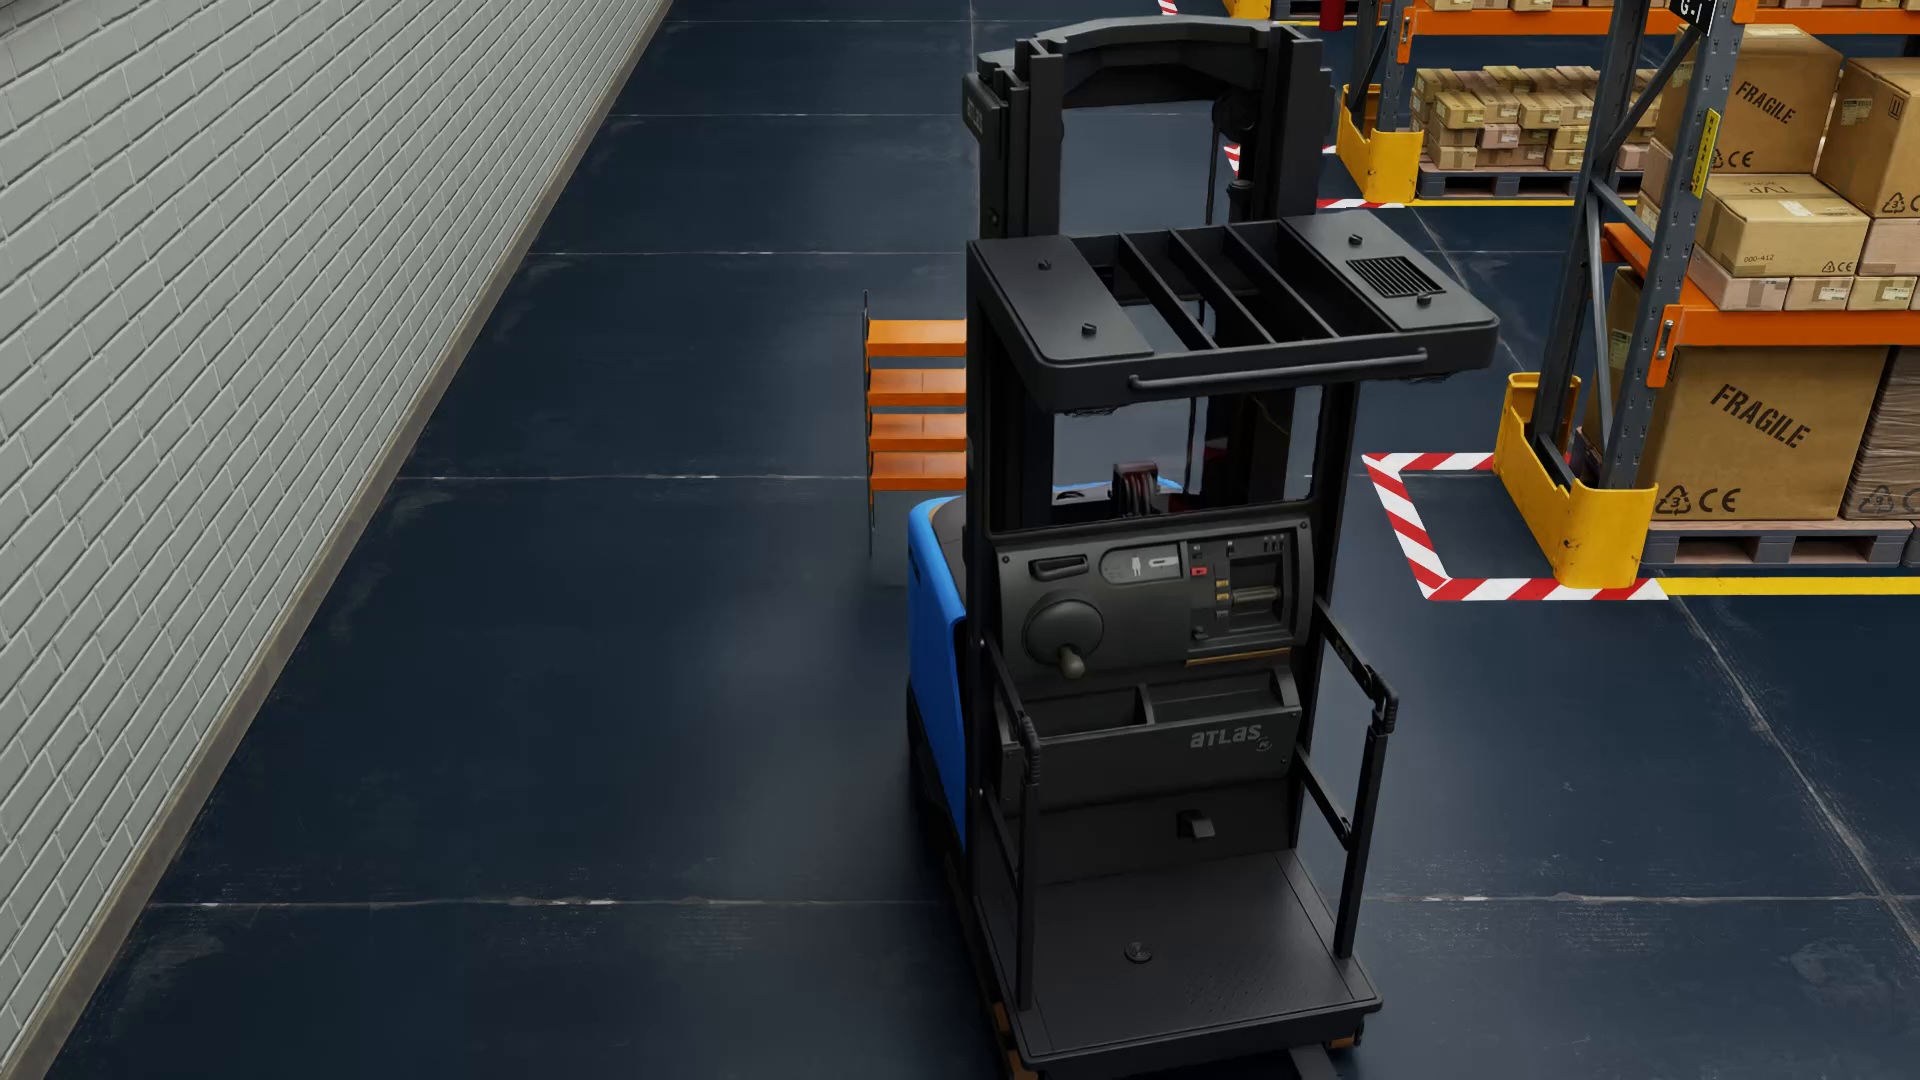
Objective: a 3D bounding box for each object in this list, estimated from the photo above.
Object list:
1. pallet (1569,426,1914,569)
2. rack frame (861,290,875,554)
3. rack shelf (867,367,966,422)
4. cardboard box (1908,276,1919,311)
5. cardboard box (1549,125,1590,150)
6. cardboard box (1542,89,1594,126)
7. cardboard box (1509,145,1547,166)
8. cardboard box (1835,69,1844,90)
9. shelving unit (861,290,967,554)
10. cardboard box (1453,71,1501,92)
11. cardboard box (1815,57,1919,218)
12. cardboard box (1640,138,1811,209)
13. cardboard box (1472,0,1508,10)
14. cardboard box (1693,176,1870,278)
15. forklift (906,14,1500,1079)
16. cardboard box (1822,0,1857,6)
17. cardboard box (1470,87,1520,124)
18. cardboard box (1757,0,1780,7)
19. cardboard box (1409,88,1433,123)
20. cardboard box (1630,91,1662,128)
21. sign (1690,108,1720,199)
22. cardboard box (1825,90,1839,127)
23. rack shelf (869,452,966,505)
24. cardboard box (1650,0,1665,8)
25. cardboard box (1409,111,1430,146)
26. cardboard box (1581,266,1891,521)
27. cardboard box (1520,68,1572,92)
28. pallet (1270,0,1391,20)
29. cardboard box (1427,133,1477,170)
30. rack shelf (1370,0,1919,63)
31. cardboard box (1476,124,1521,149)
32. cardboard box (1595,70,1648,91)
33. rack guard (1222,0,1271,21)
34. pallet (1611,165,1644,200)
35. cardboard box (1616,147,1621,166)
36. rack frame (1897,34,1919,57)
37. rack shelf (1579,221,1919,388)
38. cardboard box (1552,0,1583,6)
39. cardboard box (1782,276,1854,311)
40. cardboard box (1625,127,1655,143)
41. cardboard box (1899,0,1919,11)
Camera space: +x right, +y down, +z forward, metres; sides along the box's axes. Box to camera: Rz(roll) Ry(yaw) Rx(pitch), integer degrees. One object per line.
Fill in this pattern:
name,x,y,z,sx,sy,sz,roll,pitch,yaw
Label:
pallet,3.666,-0.220,7.909,1.213,0.211,1.003,0,31,0
rack frame,-0.410,-0.512,7.437,0.015,1.200,0.240,0,31,0
rack shelf,-0.166,-0.646,7.357,0.480,0.148,0.258,0,31,0
cardboard box,3.997,-1.095,6.906,0.250,0.149,0.380,-1,31,-1
cardboard box,4.239,-2.861,11.631,0.250,0.149,0.380,1,31,1
cardboard box,4.239,-3.024,11.612,0.250,0.149,0.380,-2,31,-3
cardboard box,3.973,-2.786,11.794,0.250,0.149,0.380,0,31,0
cardboard box,6.316,-3.306,12.077,0.250,0.149,0.380,1,31,2
shelving unit,-0.166,-0.512,7.438,0.503,1.200,0.258,0,31,0
cardboard box,3.717,-3.261,12.003,0.250,0.149,0.380,0,31,1
cardboard box,3.848,-1.616,6.656,0.500,0.500,0.500,-1,31,-1
cardboard box,3.350,-1.571,7.306,0.500,0.250,0.500,-1,31,-1
cardboard box,3.518,-3.688,11.179,0.250,0.149,0.380,1,31,1
cardboard box,3.348,-1.293,6.848,0.500,0.250,0.500,-1,31,-2
forklift,0.610,0.216,4.568,1.130,2.935,3.031,-6,32,-10
cardboard box,5.871,-3.732,11.252,0.250,0.149,0.380,-1,31,-2
cardboard box,3.739,-3.046,11.648,0.250,0.149,0.380,0,31,1
cardboard box,5.345,-3.720,11.232,0.250,0.149,0.380,-1,31,-1
cardboard box,3.464,-3.180,12.156,0.250,0.149,0.380,-1,31,-2
cardboard box,4.780,-2.997,11.568,0.250,0.149,0.380,0,31,0
sign,2.864,-1.485,6.395,0.005,0.325,0.100,0,31,0
cardboard box,6.079,-3.008,11.585,0.250,0.149,0.380,0,31,-1
rack shelf,-0.166,-0.285,7.576,0.480,0.148,0.258,0,31,0
cardboard box,4.564,-3.707,11.210,0.250,0.149,0.380,-1,31,-1
cardboard box,3.463,-3.013,12.167,0.250,0.149,0.380,0,31,1
cardboard box,3.506,-0.684,7.629,0.875,0.875,0.875,0,31,0
cardboard box,4.235,-3.296,12.060,0.250,0.149,0.380,-1,31,-2
pallet,3.606,-5.360,16.381,1.213,0.211,1.003,0,31,0
cardboard box,3.464,-2.738,11.715,0.250,0.149,0.380,0,31,1
rack shelf,4.938,-3.641,11.552,4.000,0.370,1.077,0,31,0
cardboard box,3.738,-2.870,11.645,0.250,0.149,0.380,0,31,-1
cardboard box,4.767,-3.269,12.016,0.250,0.149,0.380,-1,31,-2
rack guard,2.783,-5.441,16.235,0.348,0.500,1.175,0,31,0
pallet,5.043,-2.737,12.057,1.213,0.211,1.003,0,31,0
cardboard box,4.484,-2.780,11.784,0.250,0.149,0.380,0,31,0
rack frame,6.938,-3.955,11.376,0.127,3.000,1.000,0,31,0
rack shelf,4.867,-1.068,7.312,4.000,0.370,1.077,0,31,0
cardboard box,4.046,-3.733,11.253,0.250,0.149,0.380,1,31,2
cardboard box,3.480,-1.093,6.902,0.250,0.149,0.380,-1,31,-1
cardboard box,4.775,-2.934,11.750,0.250,0.149,0.380,1,31,2
cardboard box,6.397,-3.668,11.145,0.250,0.149,0.380,-1,31,-2
